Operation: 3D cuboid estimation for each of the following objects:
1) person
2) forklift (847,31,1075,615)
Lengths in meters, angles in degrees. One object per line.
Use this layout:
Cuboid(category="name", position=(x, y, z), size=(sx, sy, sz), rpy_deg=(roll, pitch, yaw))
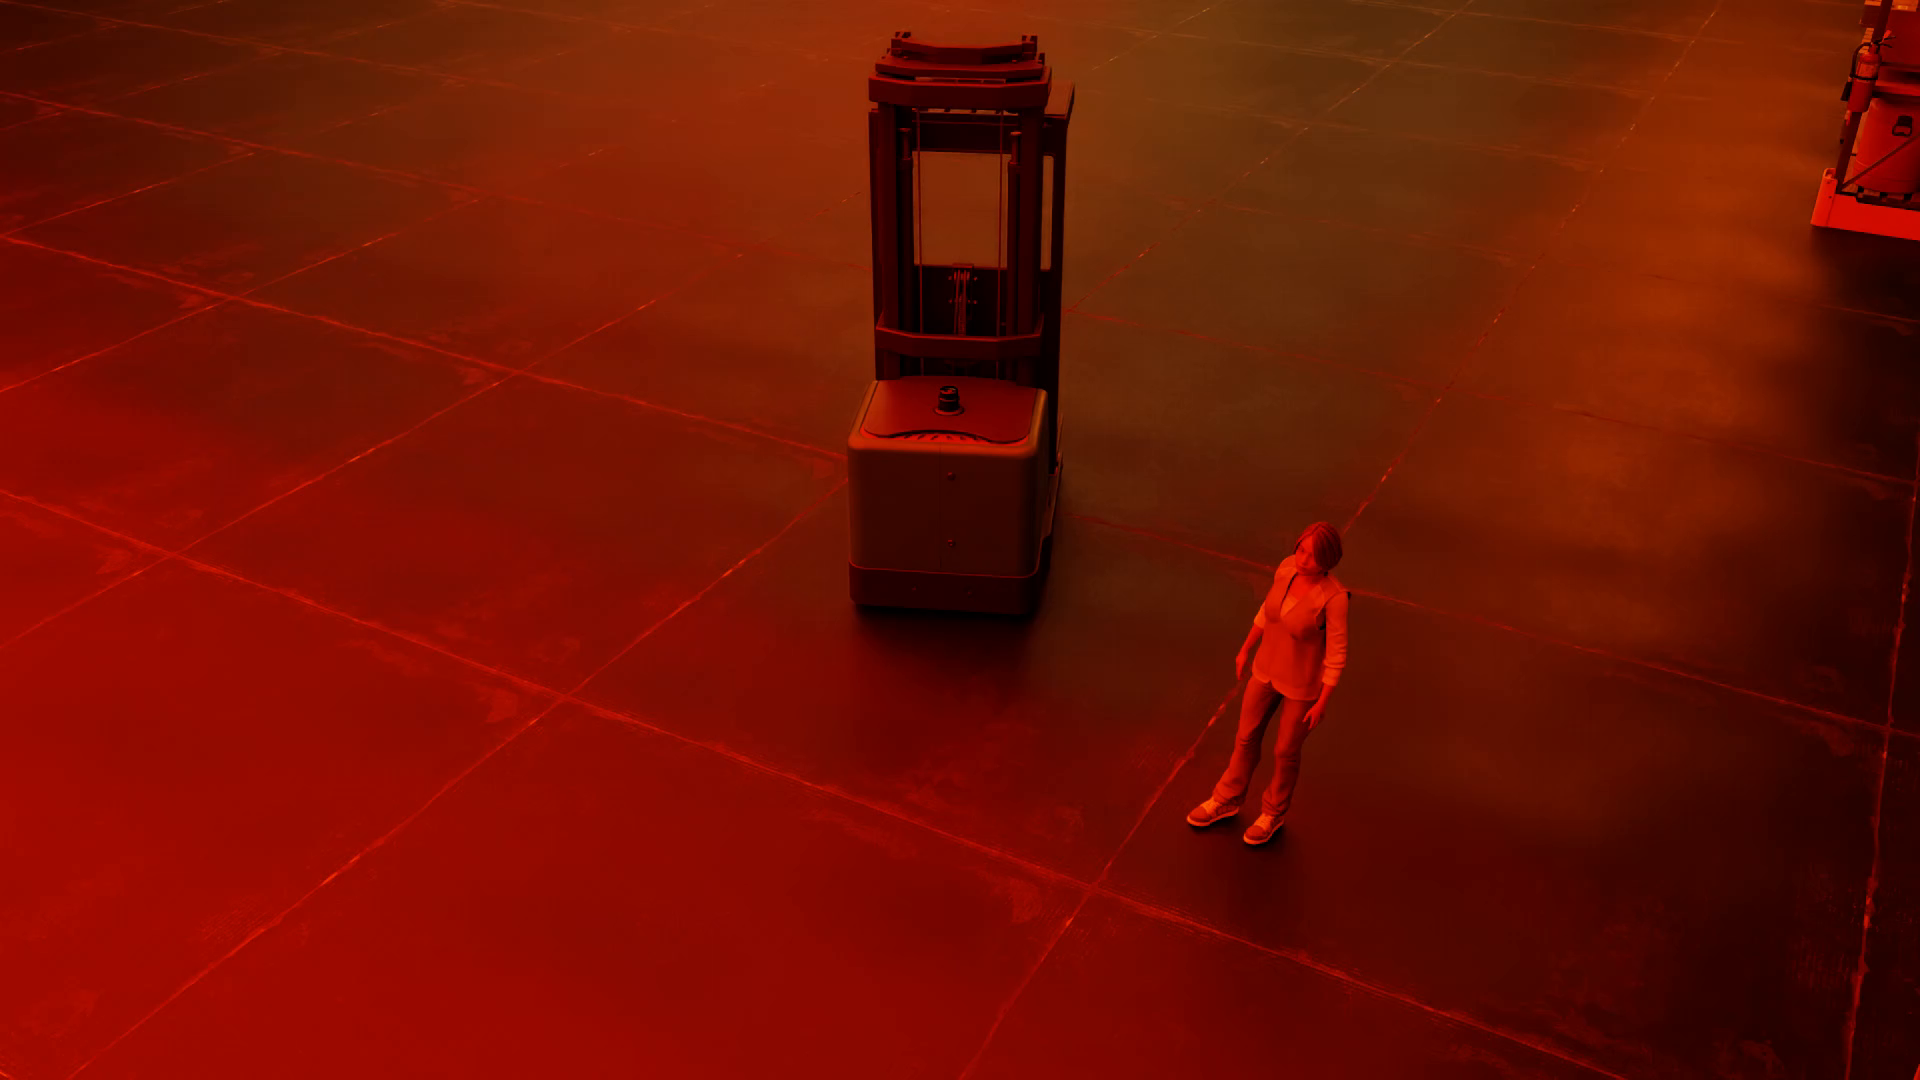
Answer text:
Cuboid(category="person", position=(1.379, 0.645, 7.273), size=(0.477, 1.596, 0.519), rpy_deg=(-21, 36, -32))
Cuboid(category="forklift", position=(0.072, -1.572, 9.794), size=(1.130, 2.935, 3.031), rpy_deg=(3, 30, 6))
